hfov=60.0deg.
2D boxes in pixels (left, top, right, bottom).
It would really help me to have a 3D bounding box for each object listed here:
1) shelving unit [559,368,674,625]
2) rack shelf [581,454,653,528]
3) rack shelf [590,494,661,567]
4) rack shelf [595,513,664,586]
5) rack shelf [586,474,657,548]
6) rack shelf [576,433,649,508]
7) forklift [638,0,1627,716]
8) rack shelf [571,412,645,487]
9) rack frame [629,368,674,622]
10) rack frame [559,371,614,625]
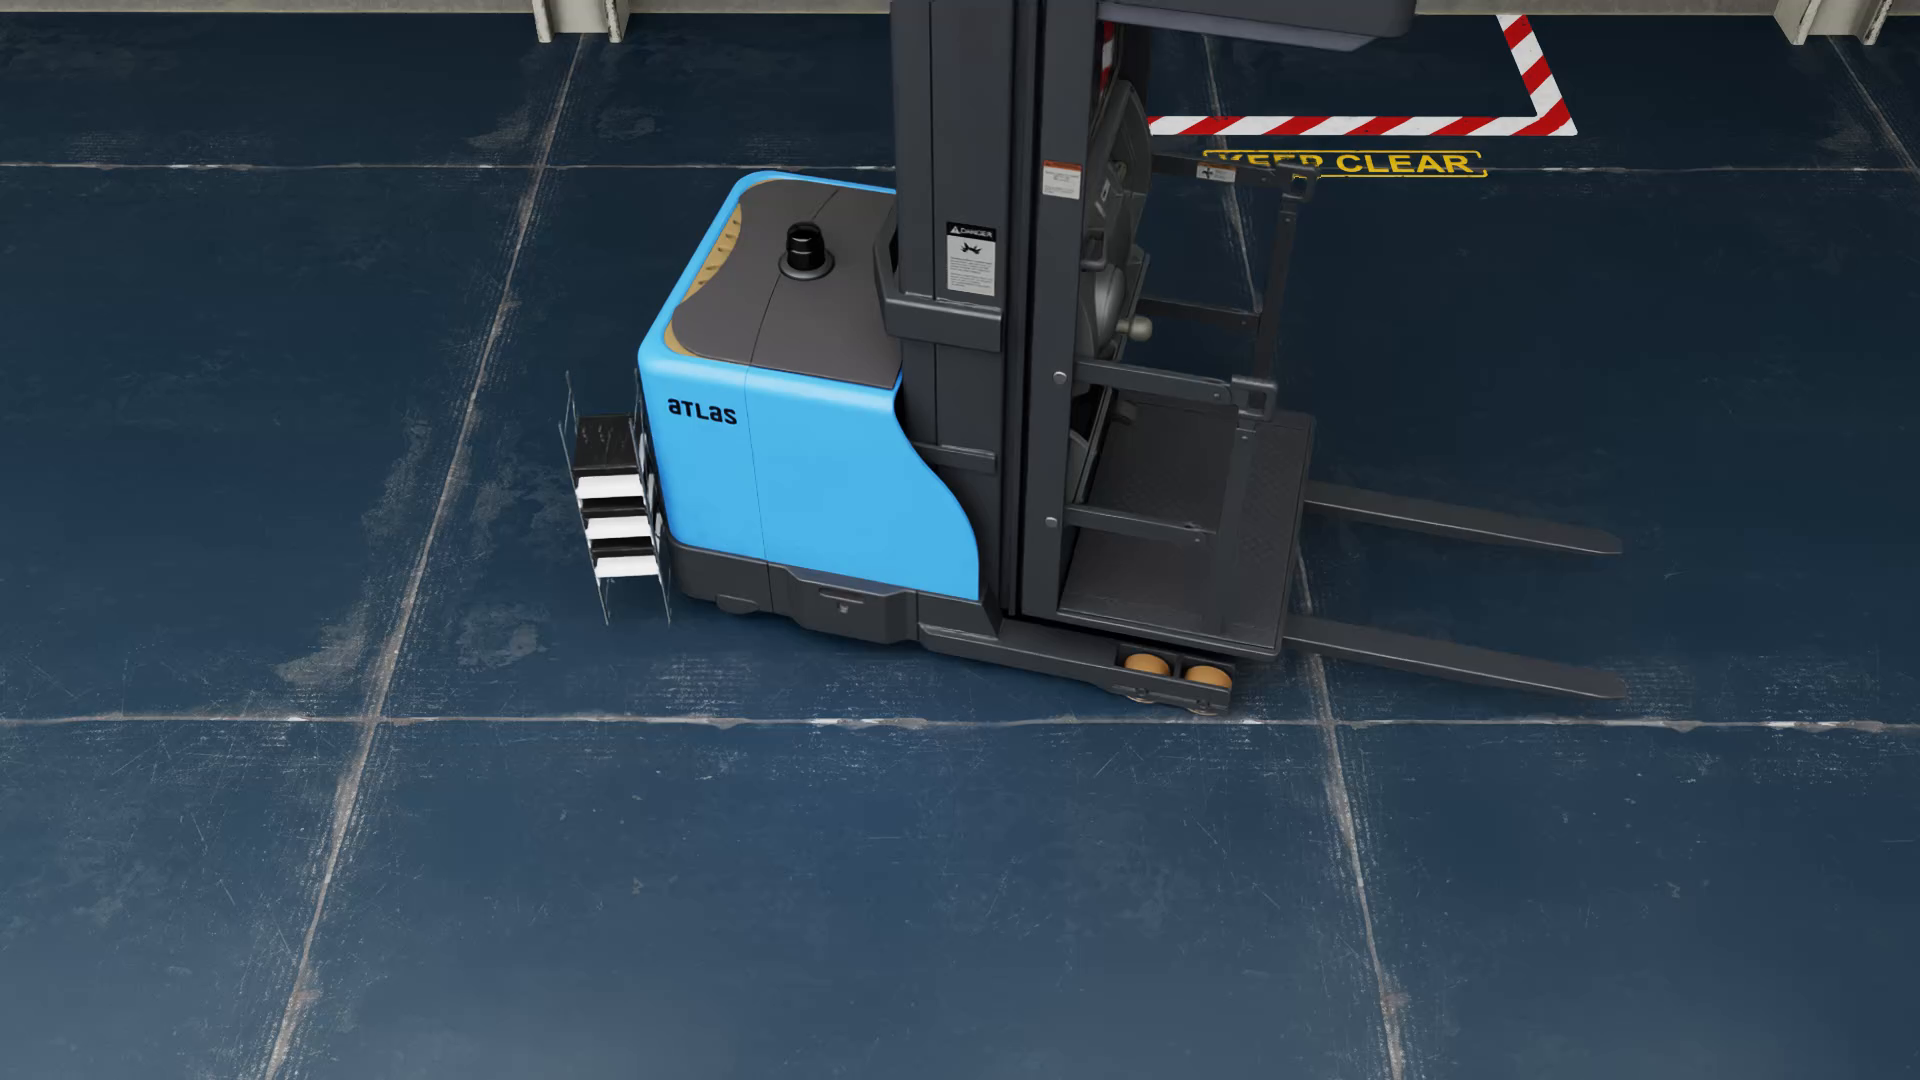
[{"bbox_3d":[-1.069,-0.119,5.246,0.210,0.900,0.258,-3,47,-3],"label":"shelving unit"},{"bbox_3d":[-1.069,-0.157,5.204,0.200,0.077,0.258,-3,47,-3],"label":"rack shelf"},{"bbox_3d":[-1.069,-0.035,5.336,0.200,0.077,0.258,-3,47,-3],"label":"rack shelf"},{"bbox_3d":[-1.069,0.027,5.402,0.200,0.077,0.258,-3,47,-3],"label":"rack shelf"},{"bbox_3d":[-1.069,-0.096,5.270,0.200,0.077,0.258,-3,47,-3],"label":"rack shelf"},{"bbox_3d":[-1.069,-0.219,5.138,0.200,0.077,0.258,-3,47,-3],"label":"rack shelf"},{"bbox_3d":[0.620,-0.880,4.566,3.031,2.935,1.130,10,48,10],"label":"forklift"},{"bbox_3d":[-1.069,-0.280,5.073,0.200,0.077,0.258,-3,47,-3],"label":"rack shelf"},{"bbox_3d":[-0.968,-0.124,5.250,0.006,0.900,0.240,-3,47,-3],"label":"rack frame"},{"bbox_3d":[-1.171,-0.114,5.241,0.006,0.900,0.240,-3,47,-3],"label":"rack frame"}]
